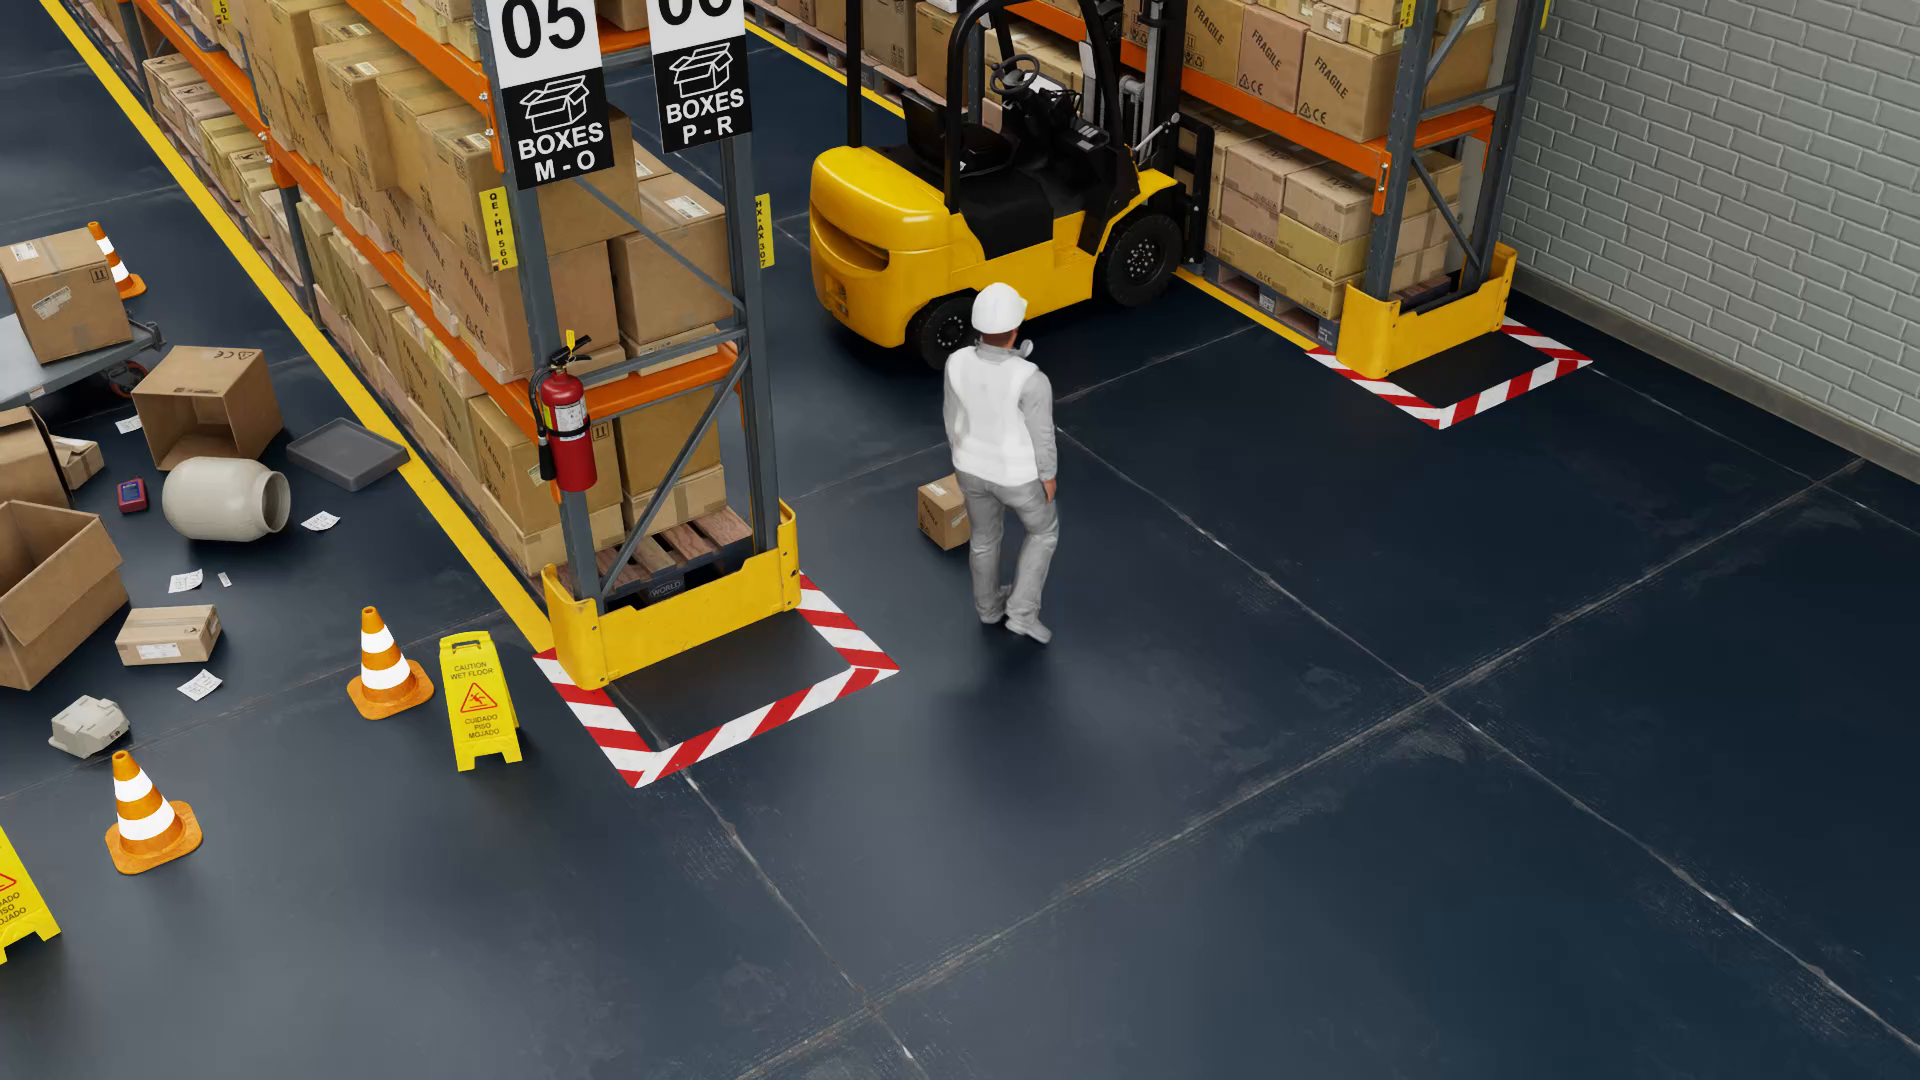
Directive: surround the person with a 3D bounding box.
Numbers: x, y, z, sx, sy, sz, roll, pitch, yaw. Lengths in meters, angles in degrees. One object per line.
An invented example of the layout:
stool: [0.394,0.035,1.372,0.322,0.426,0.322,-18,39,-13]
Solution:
person: [0.199,-0.334,7.452,0.558,1.812,0.425,18,40,23]
